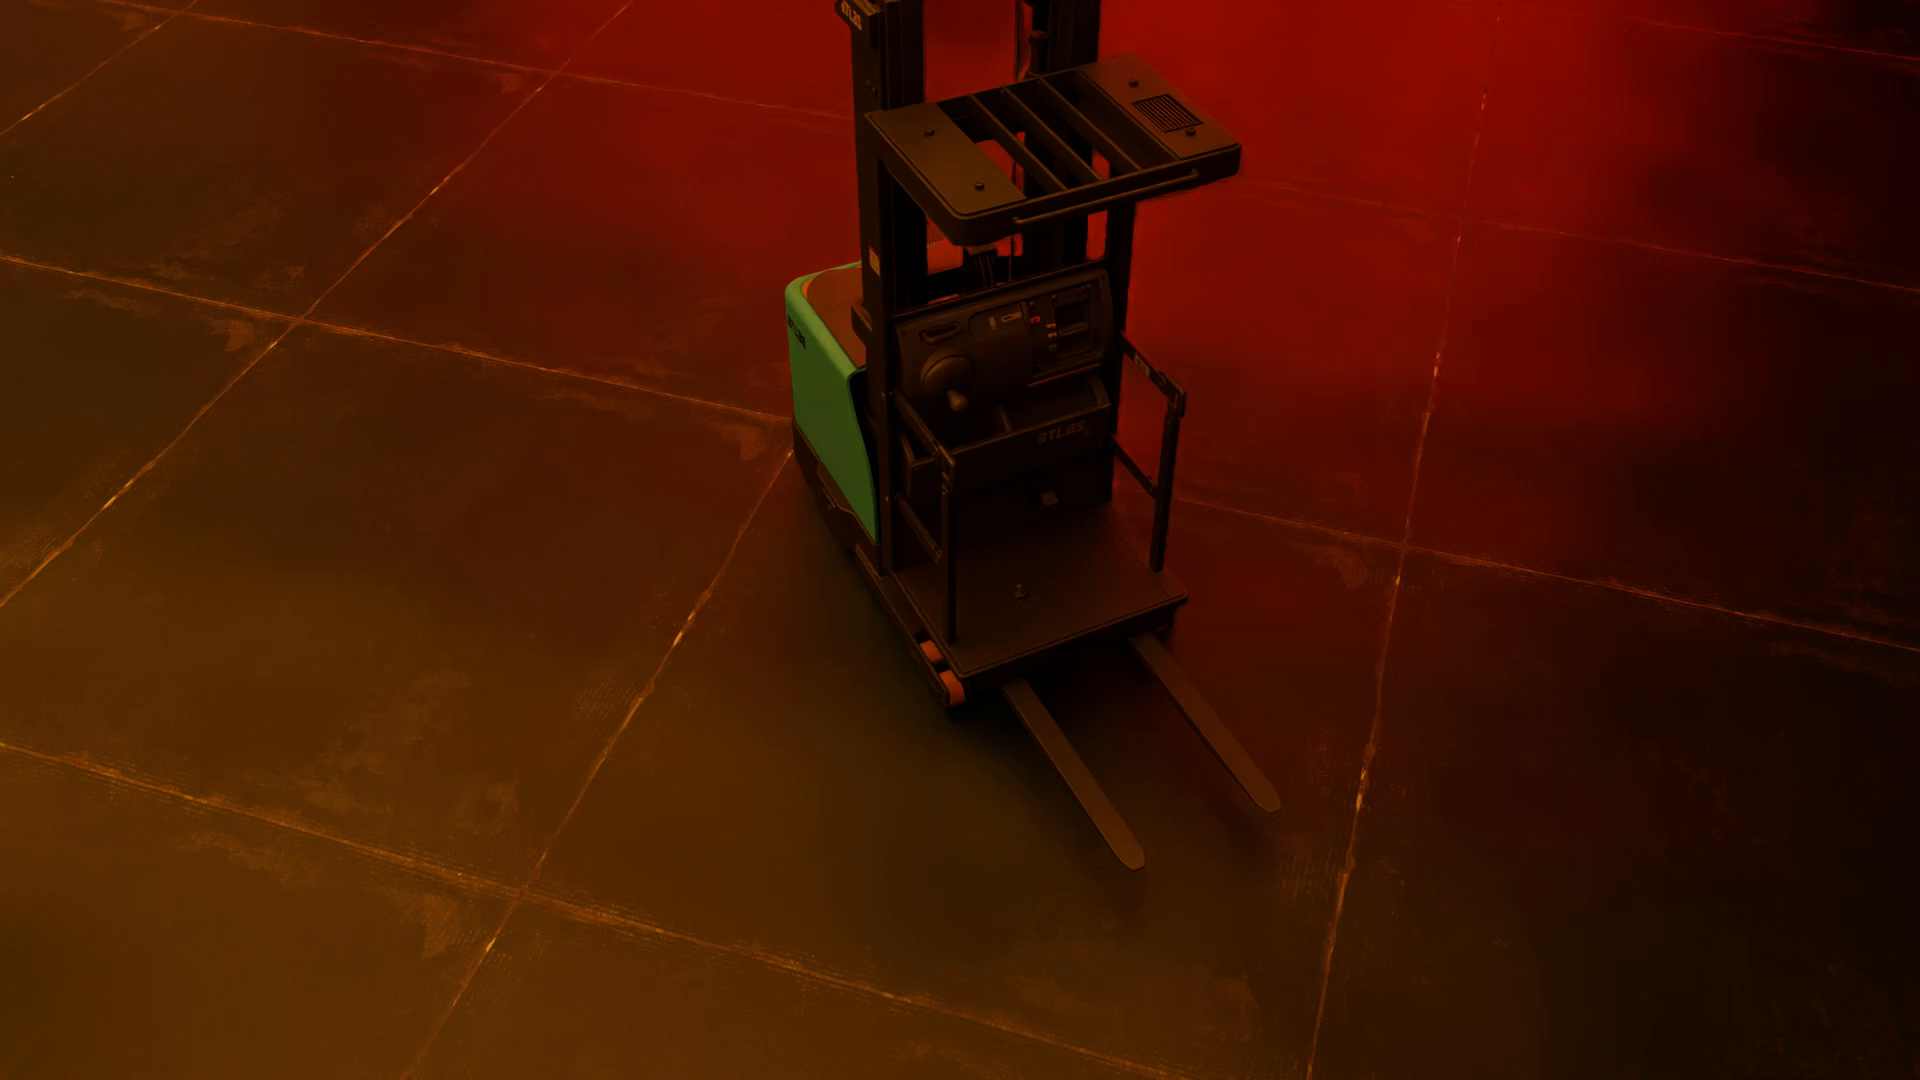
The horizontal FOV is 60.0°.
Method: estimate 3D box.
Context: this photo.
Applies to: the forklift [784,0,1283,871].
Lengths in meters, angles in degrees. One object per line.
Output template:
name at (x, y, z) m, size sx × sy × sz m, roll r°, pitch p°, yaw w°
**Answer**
forklift at (0.284, -0.704, 6.446) m, size 1.130 × 2.935 × 3.031 m, roll -18°, pitch 46°, yaw -19°
